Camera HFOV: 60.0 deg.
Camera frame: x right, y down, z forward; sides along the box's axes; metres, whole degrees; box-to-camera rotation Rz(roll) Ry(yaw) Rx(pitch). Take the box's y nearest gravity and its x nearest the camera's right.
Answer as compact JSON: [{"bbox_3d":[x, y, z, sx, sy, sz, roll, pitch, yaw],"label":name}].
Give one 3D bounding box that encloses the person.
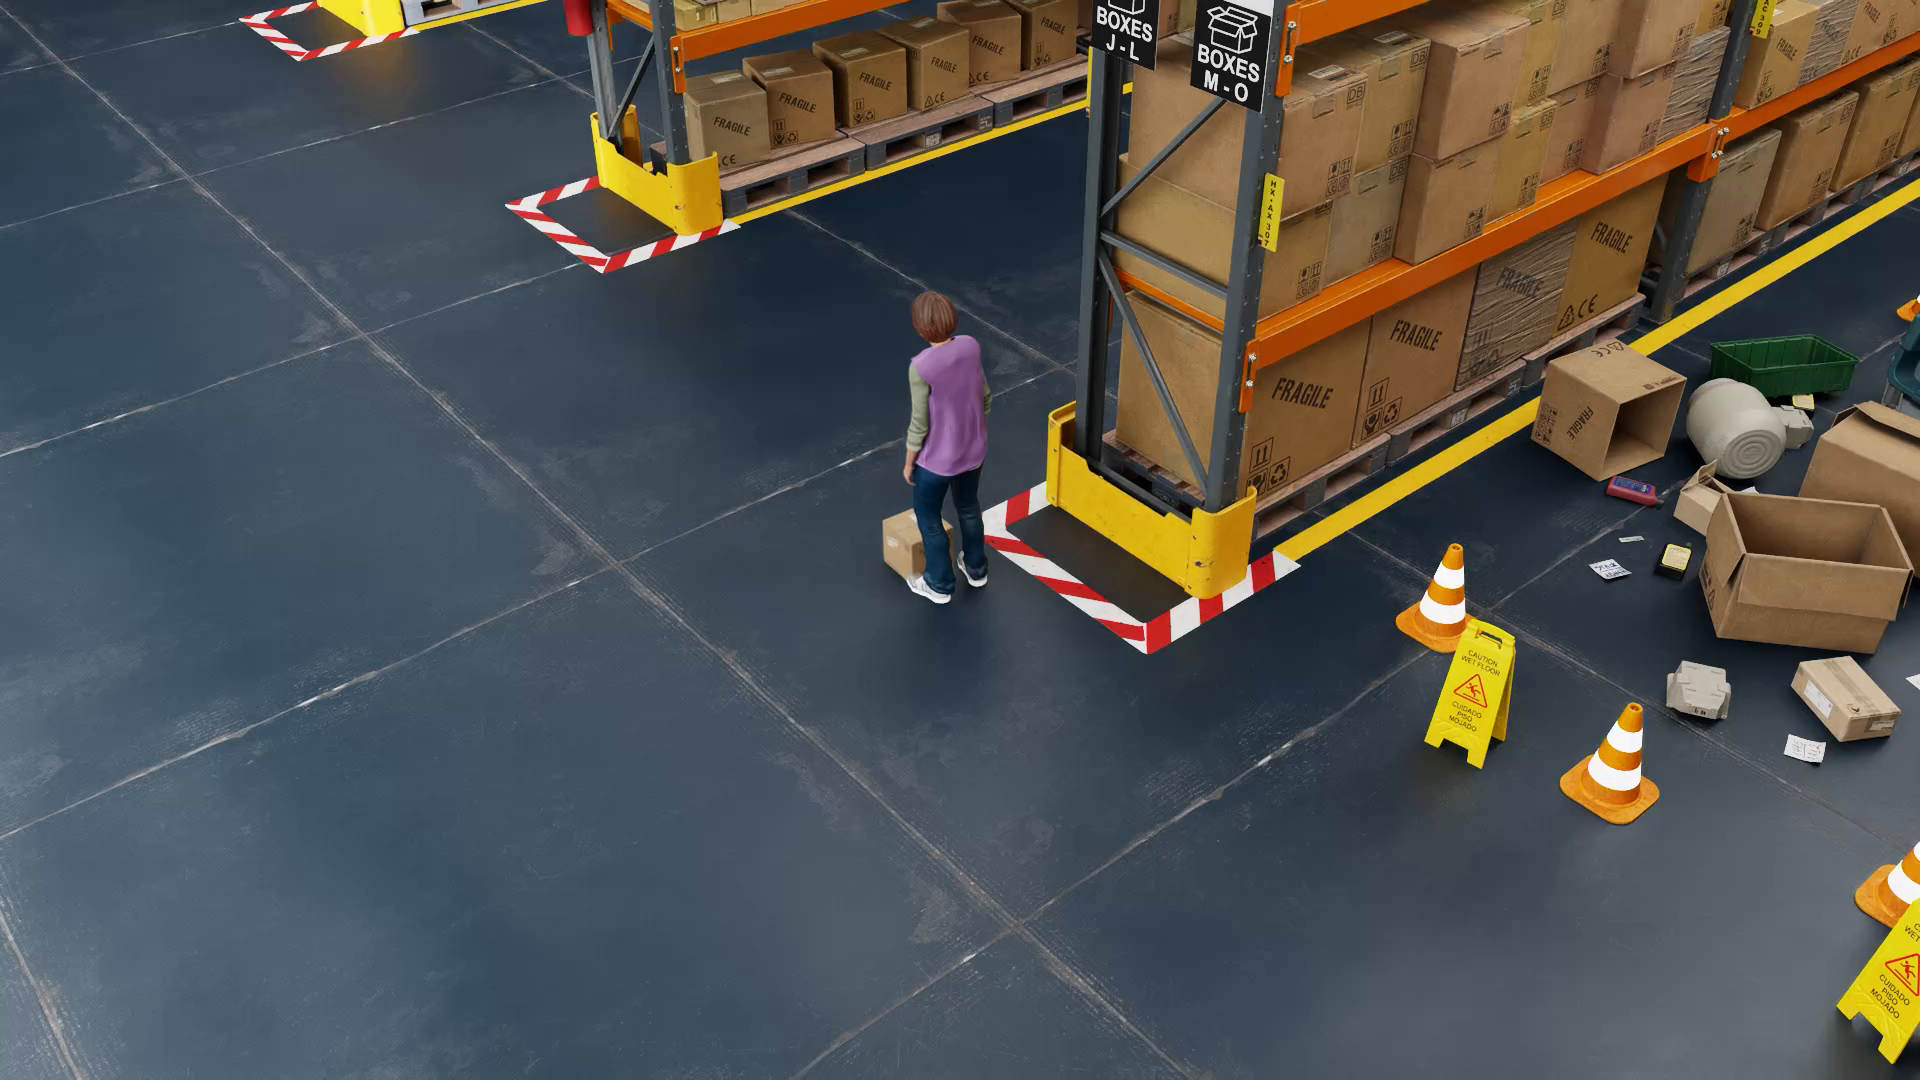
[{"bbox_3d":[-0.058,-0.402,7.631,0.476,1.591,0.345,-25,43,-30],"label":"person"}]
